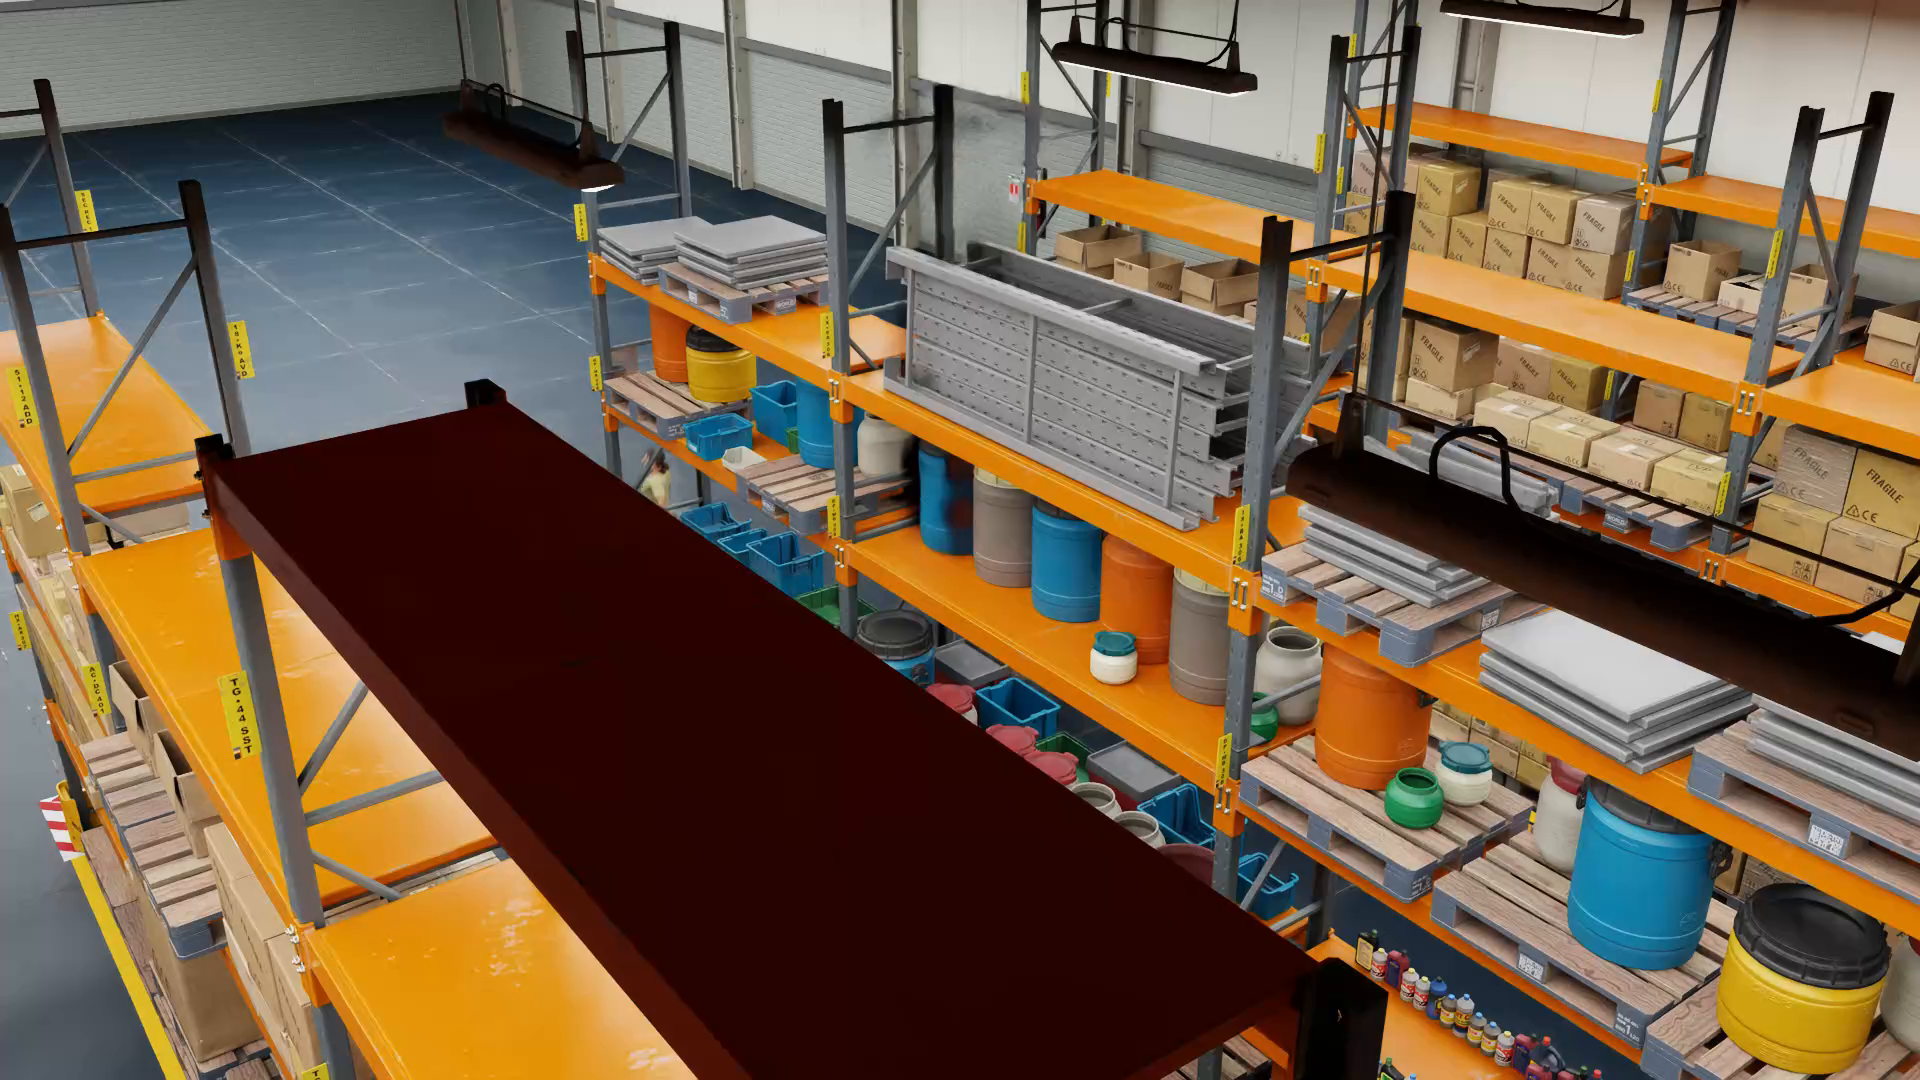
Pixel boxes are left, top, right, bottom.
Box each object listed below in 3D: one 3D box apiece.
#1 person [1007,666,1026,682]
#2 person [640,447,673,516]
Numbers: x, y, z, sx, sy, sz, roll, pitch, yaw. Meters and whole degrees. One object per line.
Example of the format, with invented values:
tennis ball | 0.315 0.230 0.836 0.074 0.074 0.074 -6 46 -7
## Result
person | 0.352 0.617 15.542 0.655 1.720 0.891 -17 30 -33
person | -3.210 -0.225 17.509 0.603 1.637 0.644 5 25 10
